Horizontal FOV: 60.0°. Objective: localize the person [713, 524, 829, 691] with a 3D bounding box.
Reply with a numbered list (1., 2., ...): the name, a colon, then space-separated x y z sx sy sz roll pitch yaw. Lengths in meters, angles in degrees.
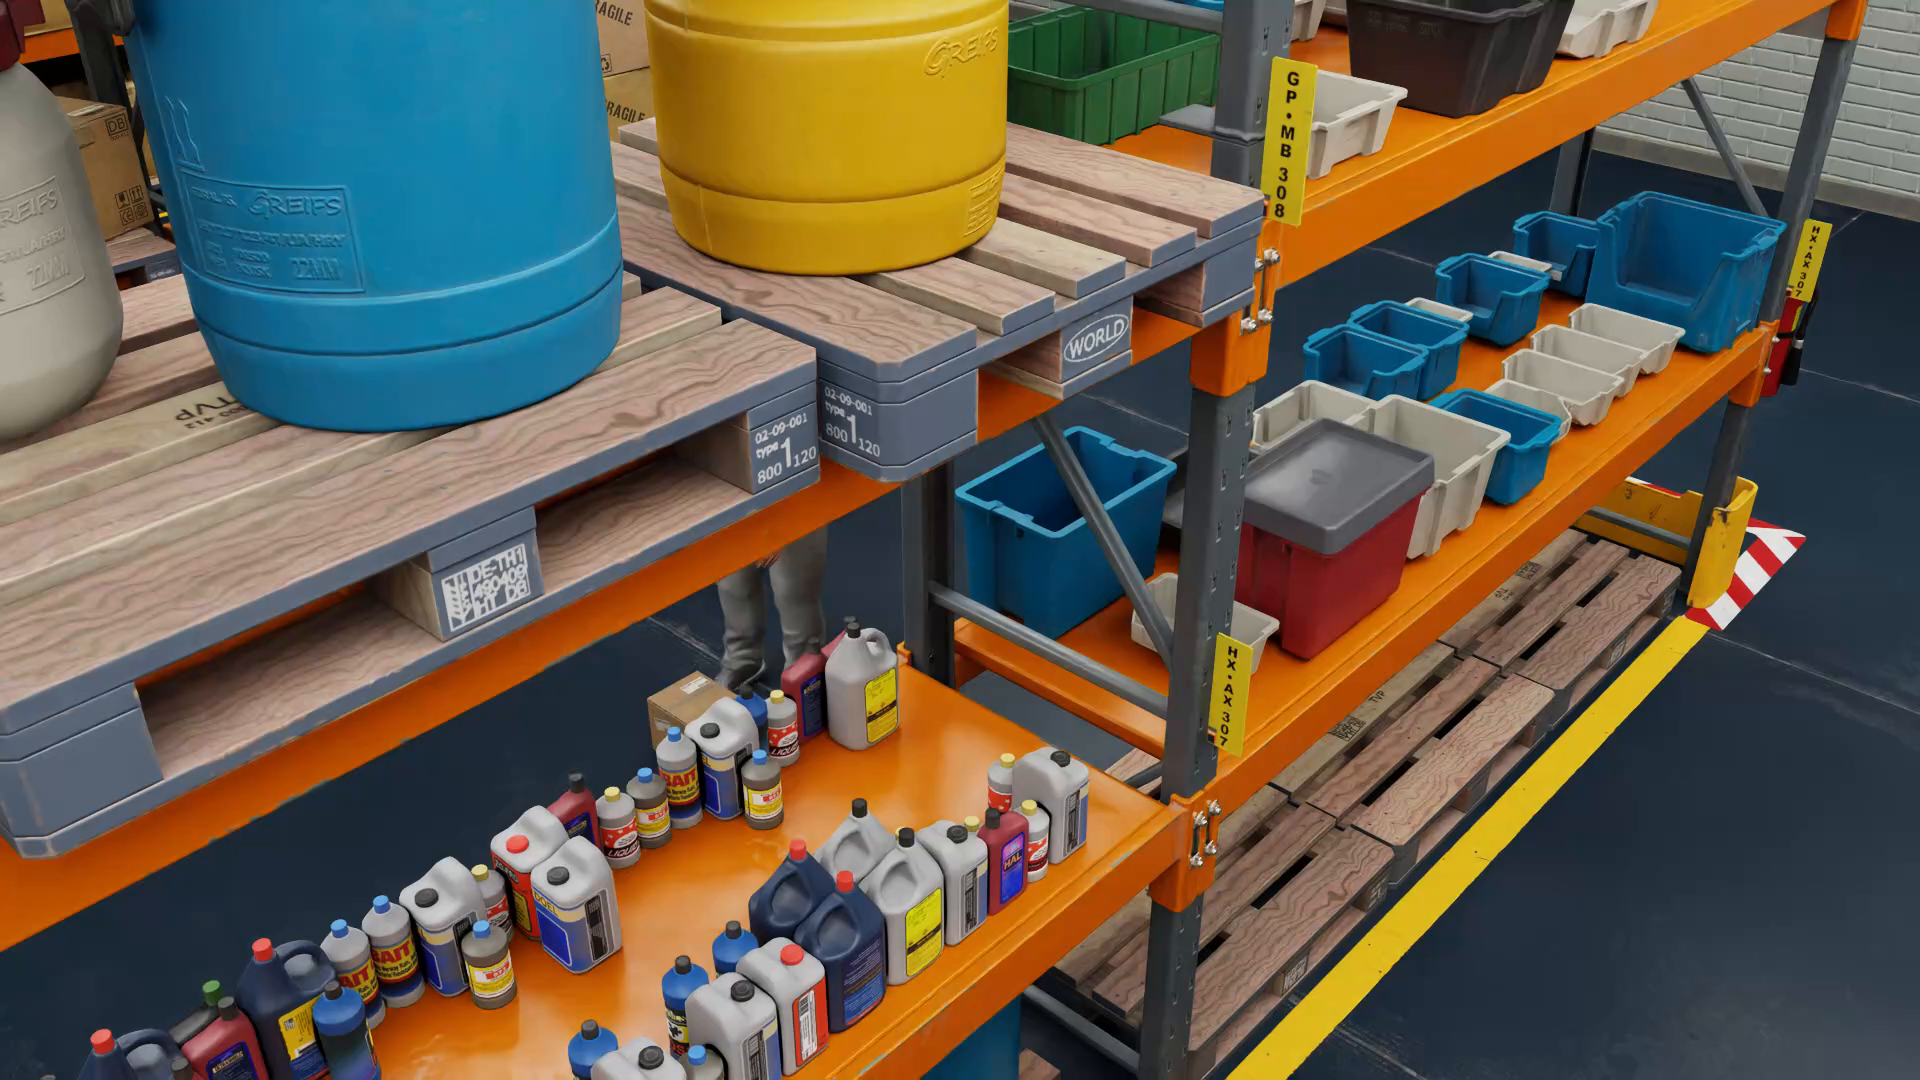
1. person: -0.774 -0.070 6.315 0.582 1.820 0.564 24 39 34
